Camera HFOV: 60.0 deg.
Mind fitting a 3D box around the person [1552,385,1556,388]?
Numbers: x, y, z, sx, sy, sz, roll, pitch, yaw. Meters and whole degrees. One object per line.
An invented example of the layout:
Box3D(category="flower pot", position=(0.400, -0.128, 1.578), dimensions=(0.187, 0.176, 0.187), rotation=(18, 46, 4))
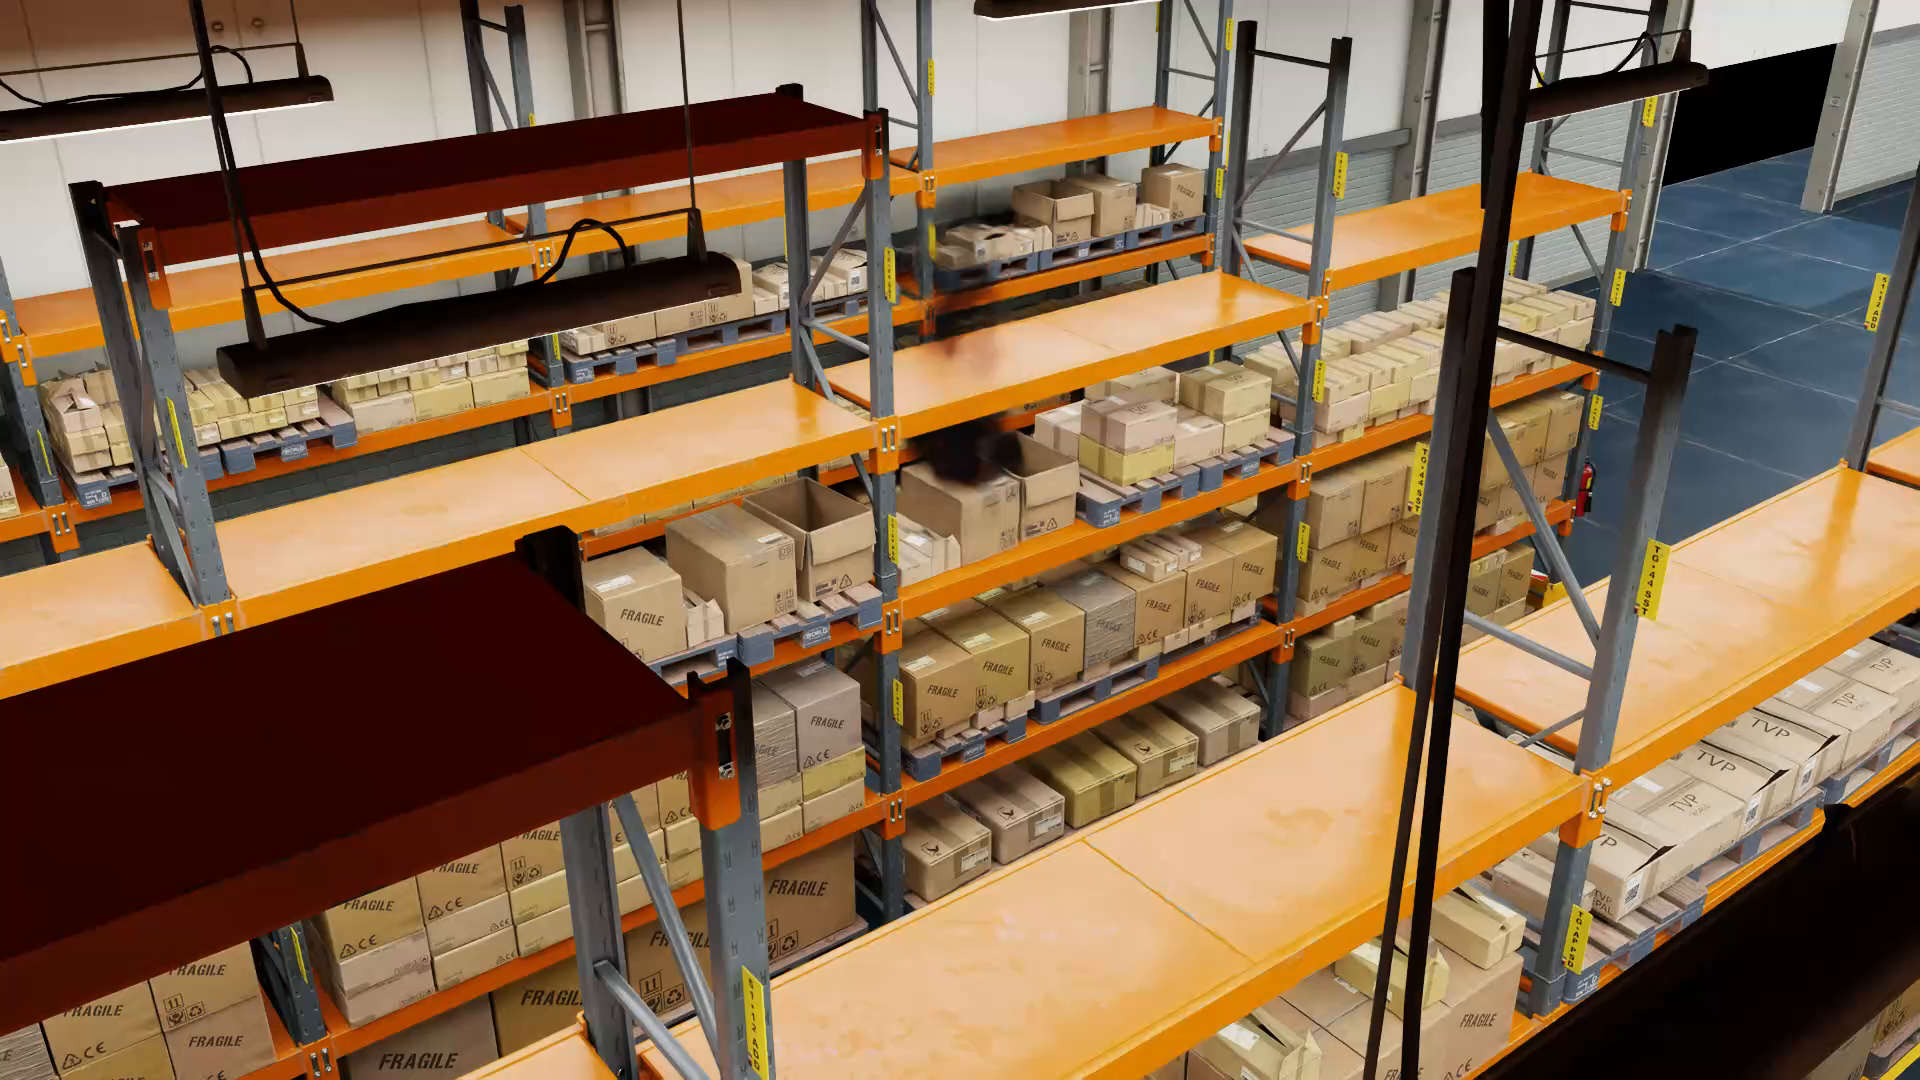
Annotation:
Box3D(category="person", position=(6.957, -1.882, 20.116), dimensions=(0.652, 1.655, 0.748), rotation=(15, 30, 28))
